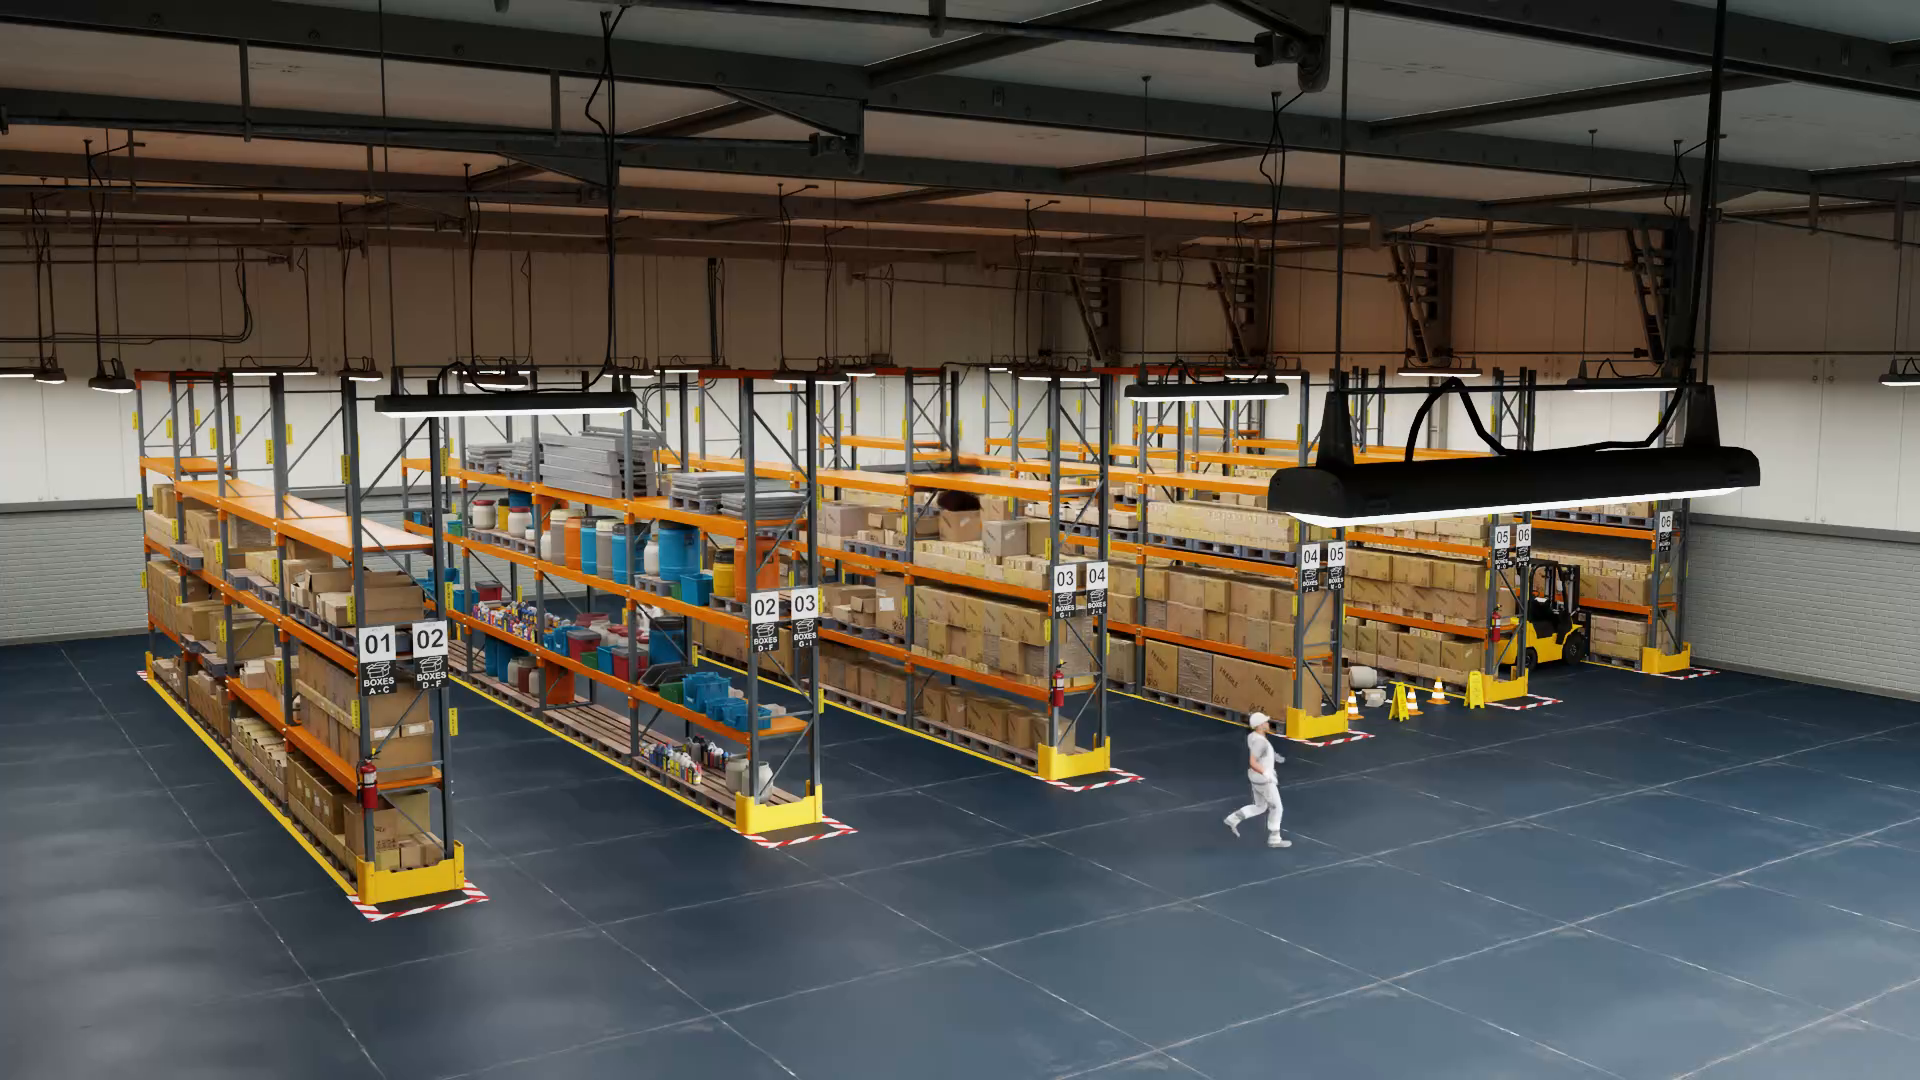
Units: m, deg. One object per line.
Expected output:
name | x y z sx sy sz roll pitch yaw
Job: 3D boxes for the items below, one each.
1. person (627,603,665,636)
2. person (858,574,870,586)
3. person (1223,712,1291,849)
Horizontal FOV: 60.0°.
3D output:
person | -5.921 1.870 31.713 0.785 1.847 0.661 6 9 44
person | -2.474 0.688 42.644 0.576 1.692 0.676 -5 8 -37
person | 3.817 3.067 21.228 0.867 1.760 0.669 0 6 -1
